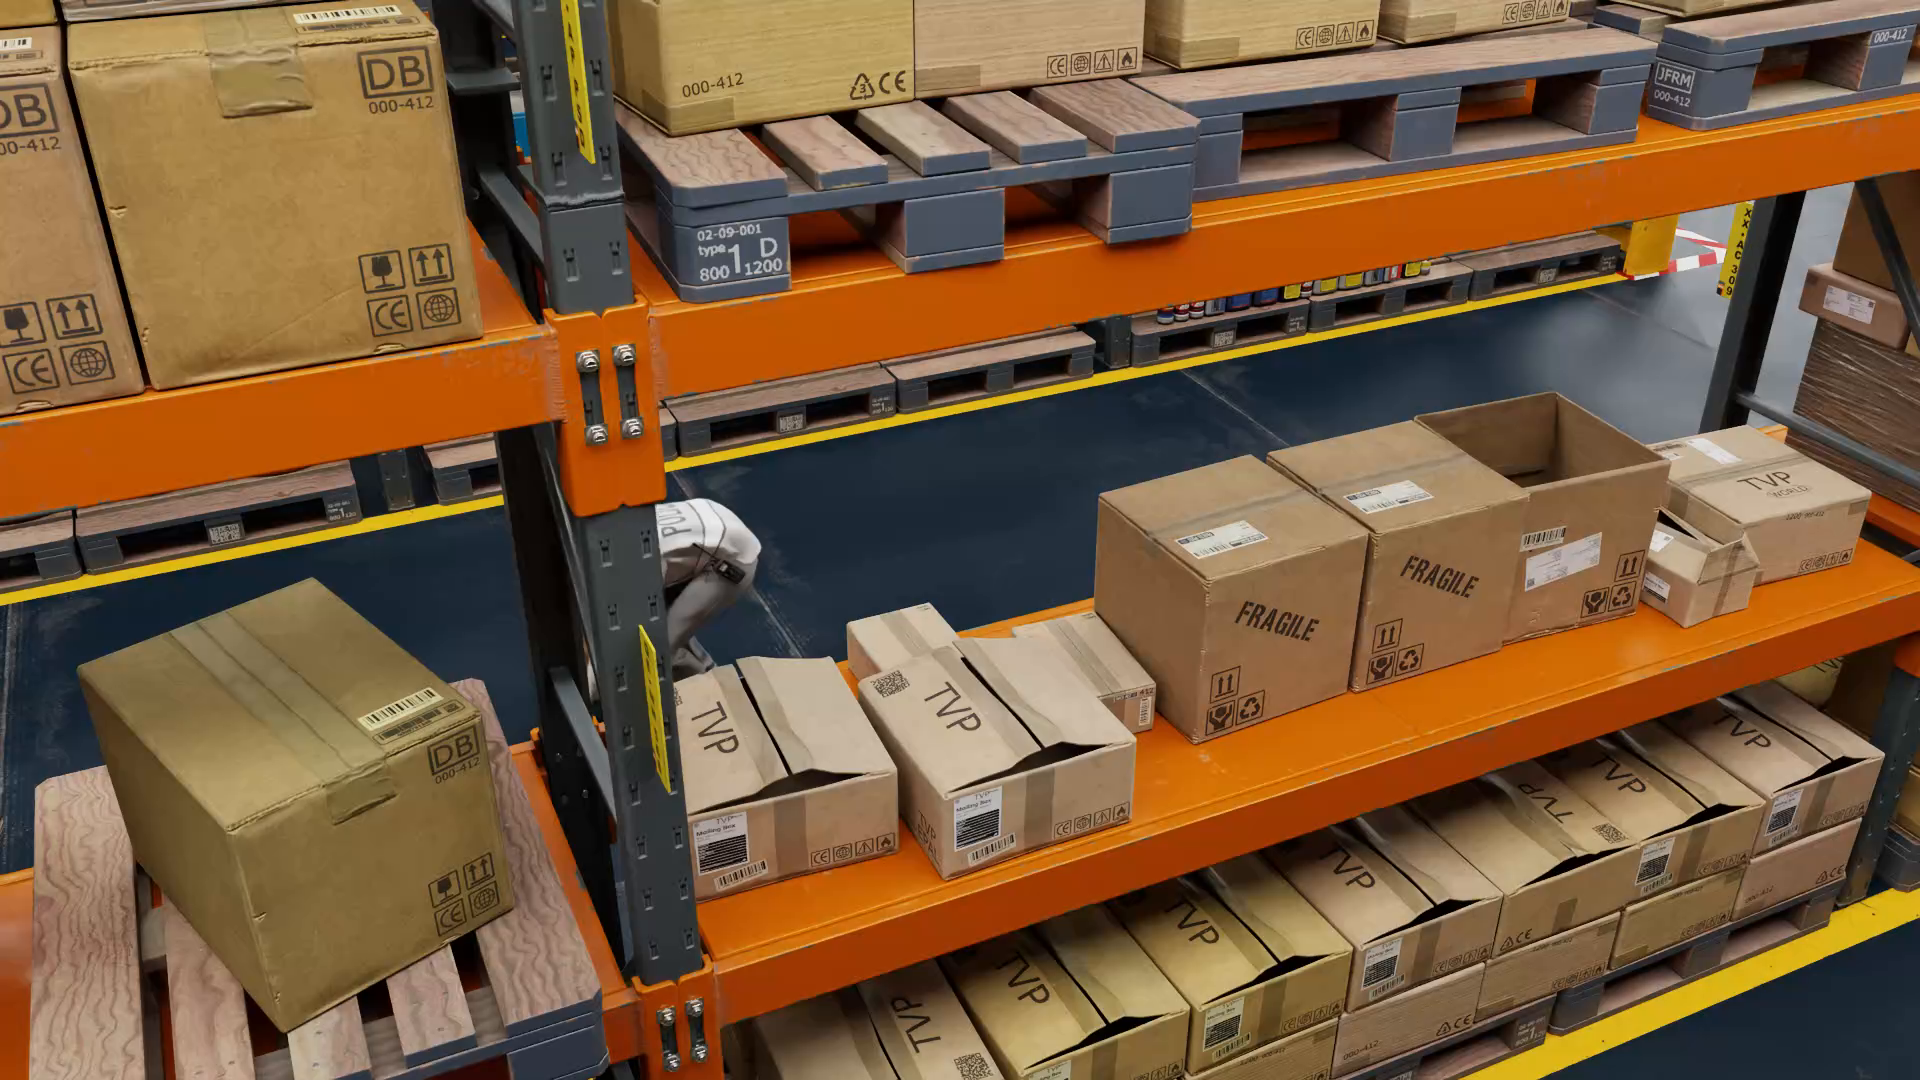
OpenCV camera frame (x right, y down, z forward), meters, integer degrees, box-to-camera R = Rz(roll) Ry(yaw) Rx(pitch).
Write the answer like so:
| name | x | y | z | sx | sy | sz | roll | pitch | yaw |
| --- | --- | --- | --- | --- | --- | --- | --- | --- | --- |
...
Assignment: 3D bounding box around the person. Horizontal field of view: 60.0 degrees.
| name | x | y | z | sx | sy | sz | roll | pitch | yaw |
| --- | --- | --- | --- | --- | --- | --- | --- | --- | --- |
| person | -1.199 | 0.277 | 6.327 | 0.916 | 0.989 | 0.452 | -15 | 33 | -24 |
